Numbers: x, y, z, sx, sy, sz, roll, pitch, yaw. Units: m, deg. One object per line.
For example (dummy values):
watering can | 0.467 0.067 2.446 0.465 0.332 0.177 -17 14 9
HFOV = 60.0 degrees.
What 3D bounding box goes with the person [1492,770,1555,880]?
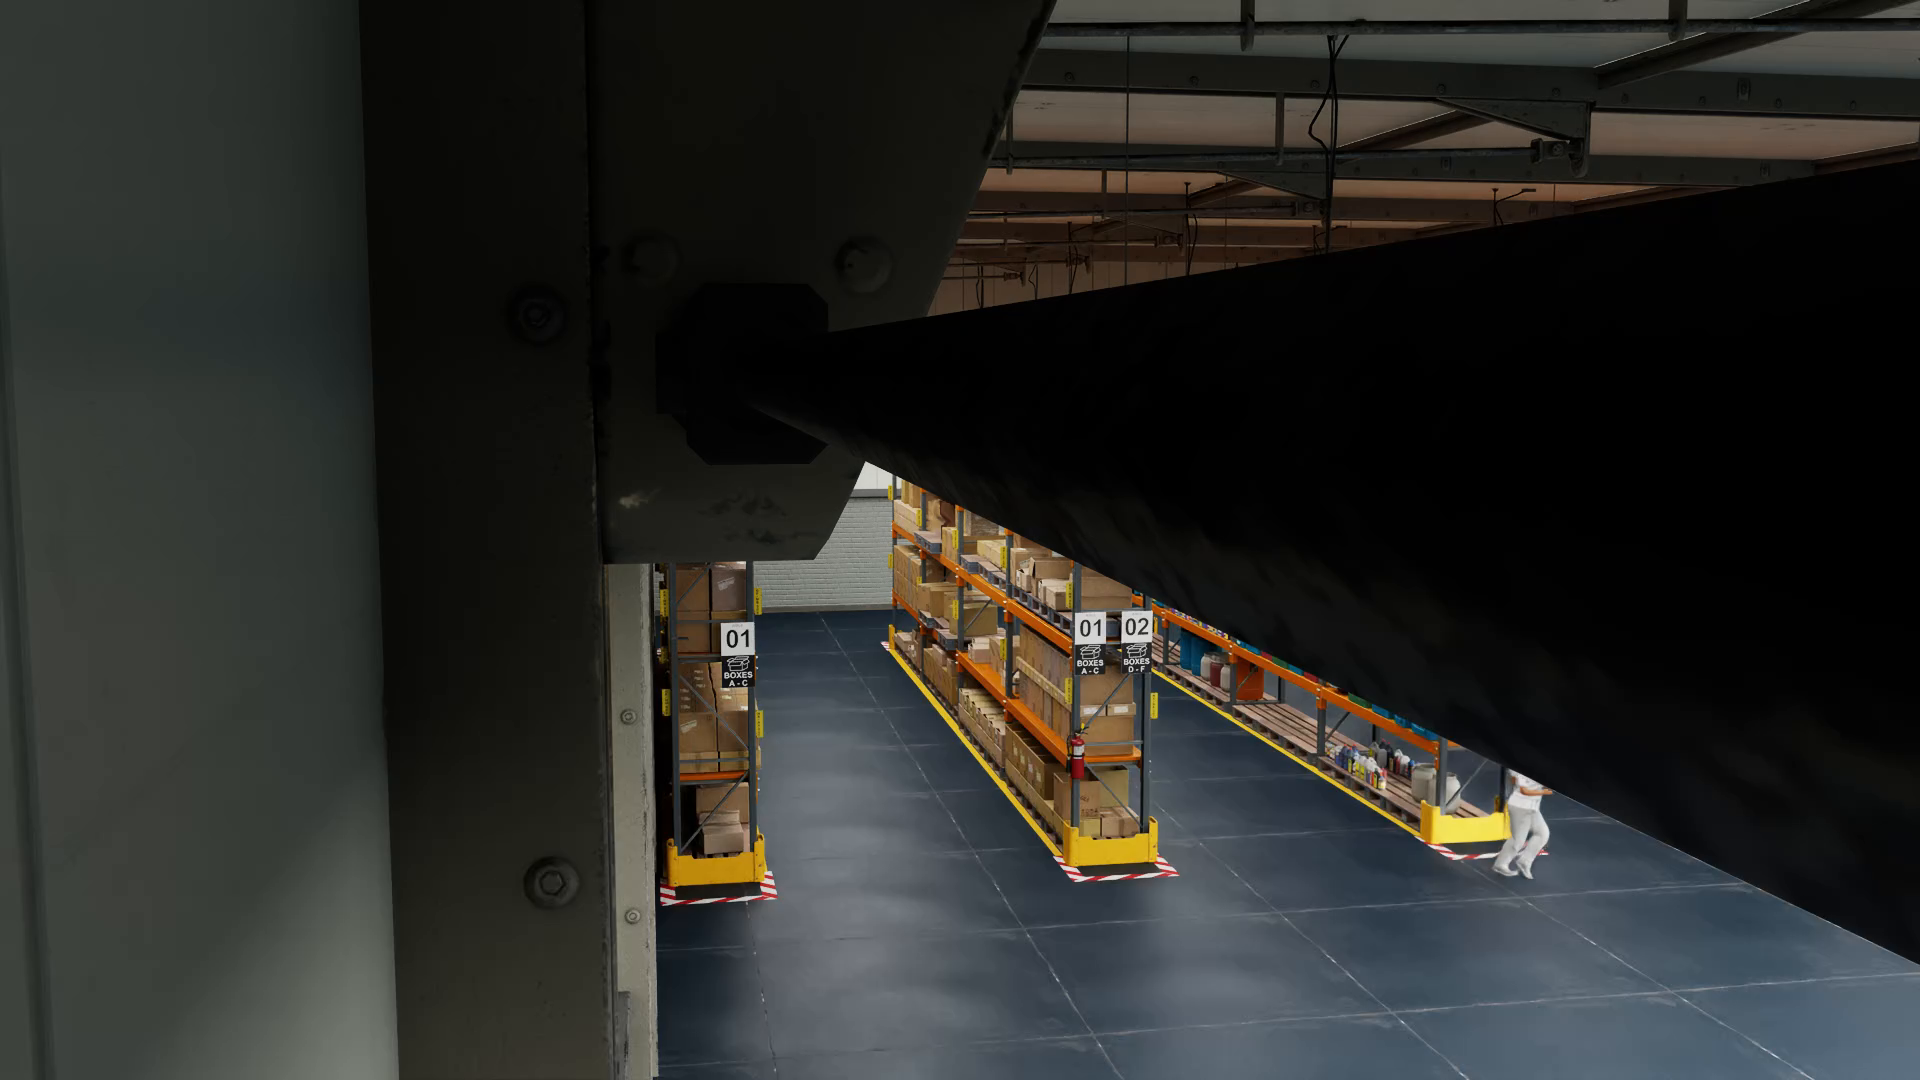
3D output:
person | 6.940 3.330 20.386 0.686 1.697 0.605 3 7 27
